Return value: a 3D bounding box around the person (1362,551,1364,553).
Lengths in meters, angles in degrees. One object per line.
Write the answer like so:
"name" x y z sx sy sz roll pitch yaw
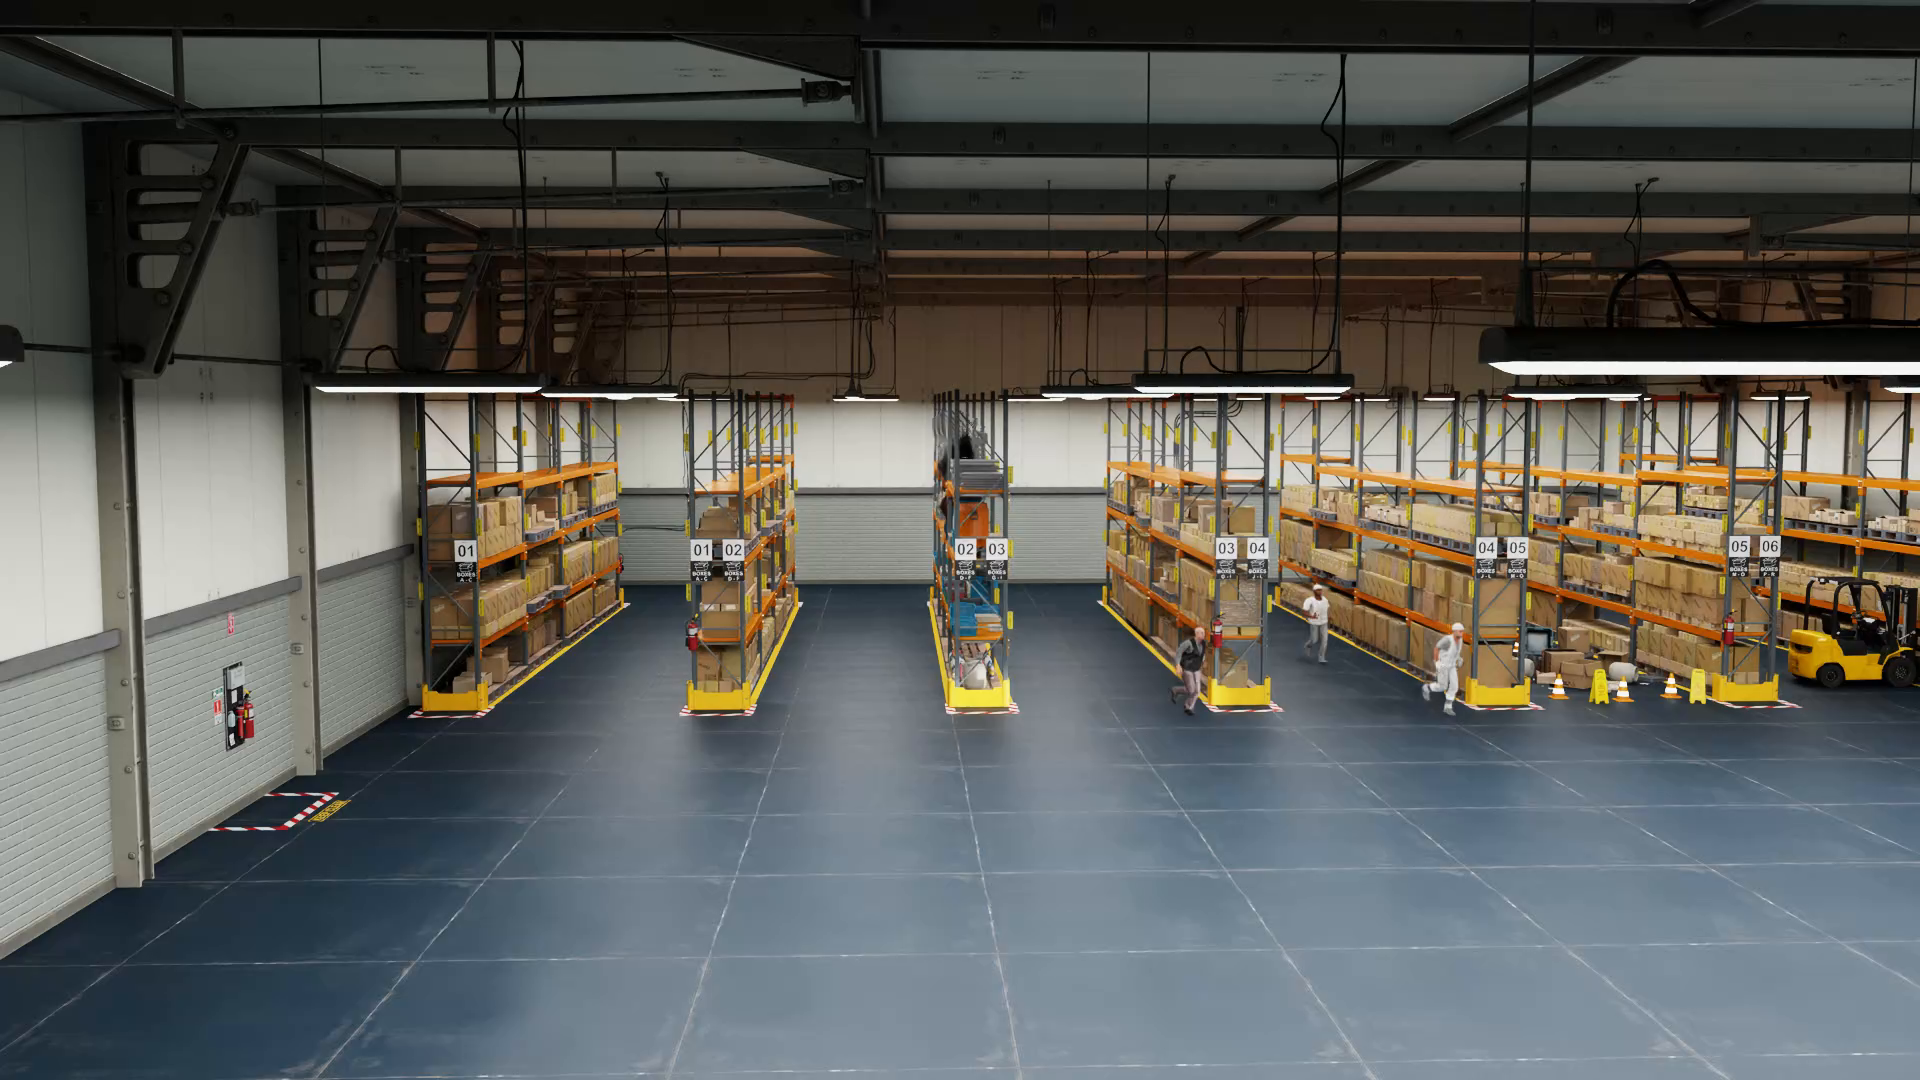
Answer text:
"person" 11.301 1.117 46.738 0.560 1.628 0.780 -1 5 -9

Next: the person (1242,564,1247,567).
"person" 8.082 1.064 47.203 0.596 1.753 0.687 0 5 4

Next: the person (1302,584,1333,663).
"person" 7.953 1.848 36.964 0.714 1.731 0.791 -1 5 -15

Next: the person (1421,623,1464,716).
"person" 9.002 2.367 30.934 0.660 1.723 0.930 -4 6 -39

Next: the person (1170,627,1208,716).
"person" 4.230 2.413 30.737 0.653 1.659 0.767 -5 6 -44
